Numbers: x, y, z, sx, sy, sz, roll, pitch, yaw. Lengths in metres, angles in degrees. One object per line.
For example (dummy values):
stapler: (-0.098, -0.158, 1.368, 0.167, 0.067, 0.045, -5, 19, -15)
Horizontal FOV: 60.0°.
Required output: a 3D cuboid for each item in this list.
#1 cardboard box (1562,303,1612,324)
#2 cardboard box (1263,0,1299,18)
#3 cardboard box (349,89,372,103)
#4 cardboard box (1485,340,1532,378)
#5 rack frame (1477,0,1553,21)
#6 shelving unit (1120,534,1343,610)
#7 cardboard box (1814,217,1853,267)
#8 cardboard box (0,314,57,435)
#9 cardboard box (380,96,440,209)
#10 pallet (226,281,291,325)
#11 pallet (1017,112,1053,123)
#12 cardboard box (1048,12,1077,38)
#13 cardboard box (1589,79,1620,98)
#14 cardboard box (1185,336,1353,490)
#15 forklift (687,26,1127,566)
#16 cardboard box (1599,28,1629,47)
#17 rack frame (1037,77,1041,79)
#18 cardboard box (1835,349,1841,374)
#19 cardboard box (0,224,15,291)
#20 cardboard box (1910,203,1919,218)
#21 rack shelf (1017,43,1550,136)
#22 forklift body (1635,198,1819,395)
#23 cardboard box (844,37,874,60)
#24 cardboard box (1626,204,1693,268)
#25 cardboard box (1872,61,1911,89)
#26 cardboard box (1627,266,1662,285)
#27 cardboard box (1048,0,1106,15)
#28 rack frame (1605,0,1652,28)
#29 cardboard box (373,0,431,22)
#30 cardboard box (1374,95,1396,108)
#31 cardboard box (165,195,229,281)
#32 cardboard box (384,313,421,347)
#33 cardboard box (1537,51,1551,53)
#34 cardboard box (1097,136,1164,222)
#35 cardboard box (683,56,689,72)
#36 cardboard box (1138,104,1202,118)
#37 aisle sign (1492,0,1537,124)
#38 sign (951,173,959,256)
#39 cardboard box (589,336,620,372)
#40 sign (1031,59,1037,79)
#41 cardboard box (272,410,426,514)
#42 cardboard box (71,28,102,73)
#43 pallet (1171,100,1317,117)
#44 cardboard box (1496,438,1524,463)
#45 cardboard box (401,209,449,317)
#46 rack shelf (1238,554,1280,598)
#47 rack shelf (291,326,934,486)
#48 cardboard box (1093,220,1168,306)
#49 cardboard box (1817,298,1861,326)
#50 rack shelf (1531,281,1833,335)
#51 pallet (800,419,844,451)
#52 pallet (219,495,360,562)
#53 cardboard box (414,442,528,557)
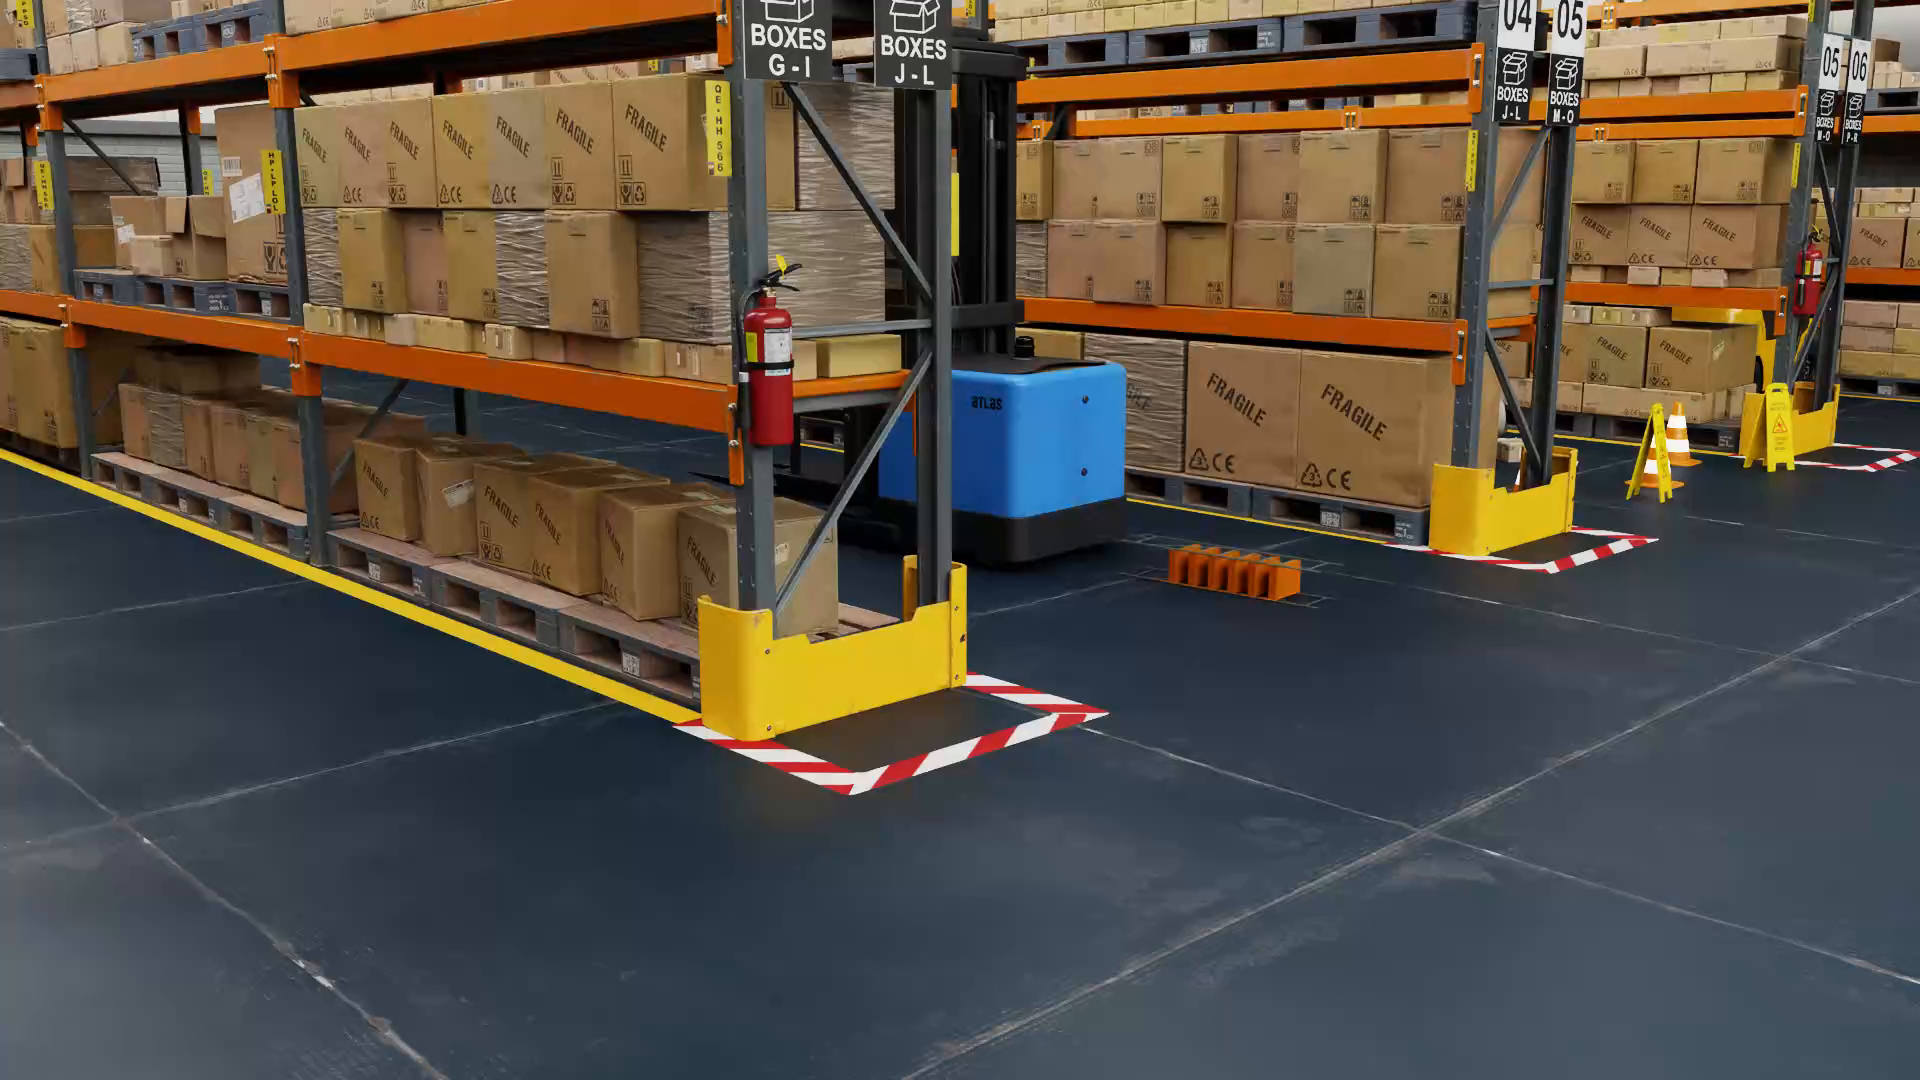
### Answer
cardboard box: (5.336, -1.928, 14.145, 0.380, 0.149, 0.250, -10, 15, -40)
cardboard box: (2.044, -3.230, 10.055, 0.380, 0.149, 0.250, -11, 16, -43)
cardboard box: (-6.660, -5.129, 19.074, 0.500, 0.250, 0.500, 11, 16, 43)
cardboard box: (4.917, -1.718, 14.730, 0.500, 0.500, 0.500, -10, 15, -40)
rack frame: (3.222, -4.417, 9.052, 1.000, 3.000, 0.127, -11, 16, -43)
shelving unit: (1.397, 0.155, 8.680, 1.200, 0.189, 0.258, 10, 15, 40)
cardboard box: (9.084, -3.112, 17.334, 0.500, 0.500, 0.500, -11, 16, -44)
cardboard box: (-7.031, -1.370, 13.353, 1.225, 0.875, 0.875, -11, 16, -42)
cardboard box: (-2.379, -1.824, 7.868, 0.500, 0.500, 0.500, -11, 16, -43)
pallet: (-3.620, -1.424, 9.867, 1.003, 0.211, 1.213, -11, 16, -43)
pallet: (0.725, -4.814, 18.880, 1.213, 0.211, 1.003, -10, 15, -40)
cardboard box: (0.817, -3.489, 11.313, 0.380, 0.149, 0.250, -11, 16, -43)
cardboard box: (5.420, -3.734, 13.789, 0.250, 0.149, 0.380, 11, 16, 44)
cardboard box: (2.097, -0.862, 10.887, 0.875, 0.875, 0.875, -11, 16, -43)
forklift: (-0.465, -1.520, 10.027, 3.031, 2.935, 1.130, 10, 16, 41)
cardboard box: (5.482, -4.129, 13.732, 0.250, 0.149, 0.380, 11, 16, 44)
rack frame: (1.208, -6.289, 18.139, 1.000, 3.000, 0.127, -11, 16, -43)
cardboard box: (9.091, -1.908, 17.510, 0.500, 0.250, 0.500, -11, 16, -42)
cardboard box: (-7.181, -2.206, 12.936, 0.500, 0.500, 0.500, 11, 16, 43)
cardboard box: (9.680, -3.287, 16.578, 0.380, 0.149, 0.250, -11, 16, -42)
rack shelf: (1.841, -2.888, 10.844, 1.077, 0.370, 4.000, -11, 16, -43)
forklift body: (7.691, -2.483, 16.632, 2.313, 2.155, 1.214, -11, 16, -43)
cardboard box: (-0.552, -3.863, 12.877, 0.500, 0.250, 0.500, -11, 16, -43)
cardboard box: (5.816, -2.493, 13.593, 0.500, 0.500, 0.500, -11, 16, -42)
cardboard box: (9.353, -4.649, 16.656, 0.396, 0.266, 0.258, -11, 16, -42)
cardboard box: (5.703, -2.181, 13.685, 0.380, 0.149, 0.250, -11, 16, -42)
cardboard box: (0.945, -3.675, 11.229, 0.500, 0.250, 0.500, -11, 16, -43)
rack frame: (7.558, -6.398, 18.665, 1.000, 3.000, 0.127, -11, 16, -43)
cardboard box: (-2.367, -2.530, 7.697, 0.500, 0.250, 0.500, 11, 16, 43)
cardboard box: (4.008, -4.033, 15.242, 0.380, 0.149, 0.250, -11, 16, -43)
cardboard box: (-4.461, -1.883, 10.320, 0.797, 0.503, 0.637, -9, 15, -37)
cardboard box: (-2.588, -1.042, 8.157, 0.380, 0.149, 0.250, -11, 16, -43)
cardboard box: (5.126, -3.984, 14.017, 0.500, 0.250, 0.500, -11, 16, -42)
cardboard box: (1.427, -2.445, 11.296, 0.875, 0.550, 0.550, -11, 16, -43)
cardboard box: (-2.504, -4.285, 15.596, 0.500, 0.500, 0.500, -11, 16, -43)
cardboard box: (2.282, -4.652, 17.370, 0.797, 0.503, 0.637, -11, 16, -43)
aisle sign: (3.054, -2.700, 9.142, 0.394, 0.787, 0.004, -11, 16, -43)
sign: (-0.043, -1.302, 6.654, 0.100, 0.325, 0.005, -11, 16, -43)
cardboard box: (-1.325, -0.797, 6.969, 0.380, 0.149, 0.250, -11, 16, -43)
sign: (0.801, -5.036, 18.011, 0.100, 0.325, 0.005, -11, 16, -43)
cardboard box: (-3.606, -0.470, 9.865, 0.500, 0.500, 0.700, 10, 15, 41)
cardboard box: (-5.465, -3.187, 10.884, 0.500, 0.250, 0.500, -10, 16, -41)
pallet: (2.902, -4.400, 16.869, 1.213, 0.211, 1.003, -11, 16, -43)
cardboard box: (4.367, -0.697, 12.926, 0.380, 0.149, 0.250, -3, 12, -13)
cardboard box: (-2.193, -1.370, 8.143, 0.875, 0.500, 0.500, -11, 16, -43)
rack shelf: (1.545, 0.181, 8.555, 0.103, 0.180, 0.258, 10, 15, 40)
rack shelf: (-1.816, -0.742, 7.863, 1.077, 0.370, 4.000, -11, 16, -43)
cardboard box: (1.407, -1.912, 11.386, 0.875, 0.550, 0.550, -11, 16, -43)
cardboard box: (9.064, -2.394, 17.395, 0.500, 0.250, 0.500, -11, 16, -42)
rack shelf: (5.351, -2.123, 14.566, 1.077, 0.370, 4.000, -11, 16, -43)
pallet: (-0.974, -0.977, 14.132, 1.003, 0.211, 1.213, -11, 16, -43)
pallet: (-3.736, -0.134, 10.039, 1.003, 0.211, 1.213, -11, 16, -43)
cardboard box: (-2.549, -0.221, 8.706, 0.500, 0.500, 0.500, -5, 13, -25)
